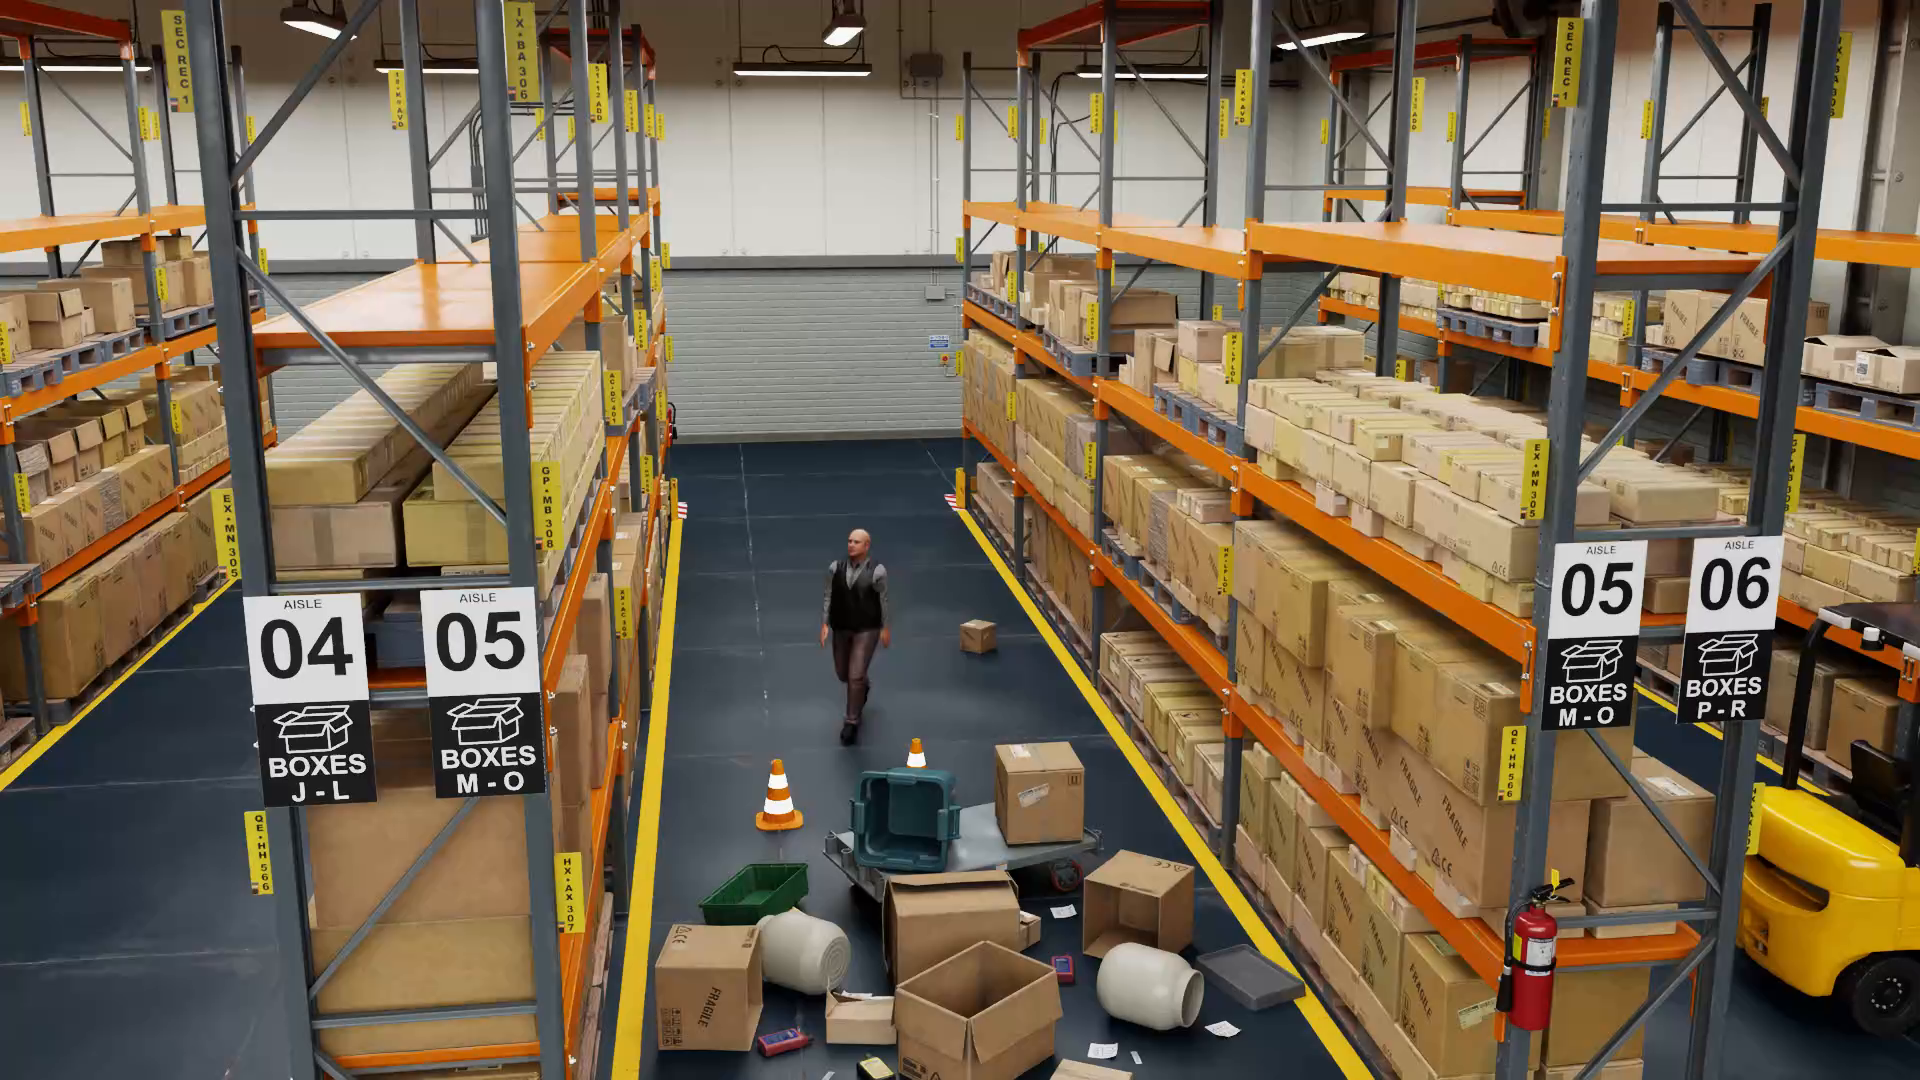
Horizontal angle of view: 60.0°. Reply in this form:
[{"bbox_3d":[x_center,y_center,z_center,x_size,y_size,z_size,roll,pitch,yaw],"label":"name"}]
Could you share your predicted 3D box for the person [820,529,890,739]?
[{"bbox_3d":[-0.878,0.740,13.867,0.552,1.679,0.949,5,14,19],"label":"person"}]
